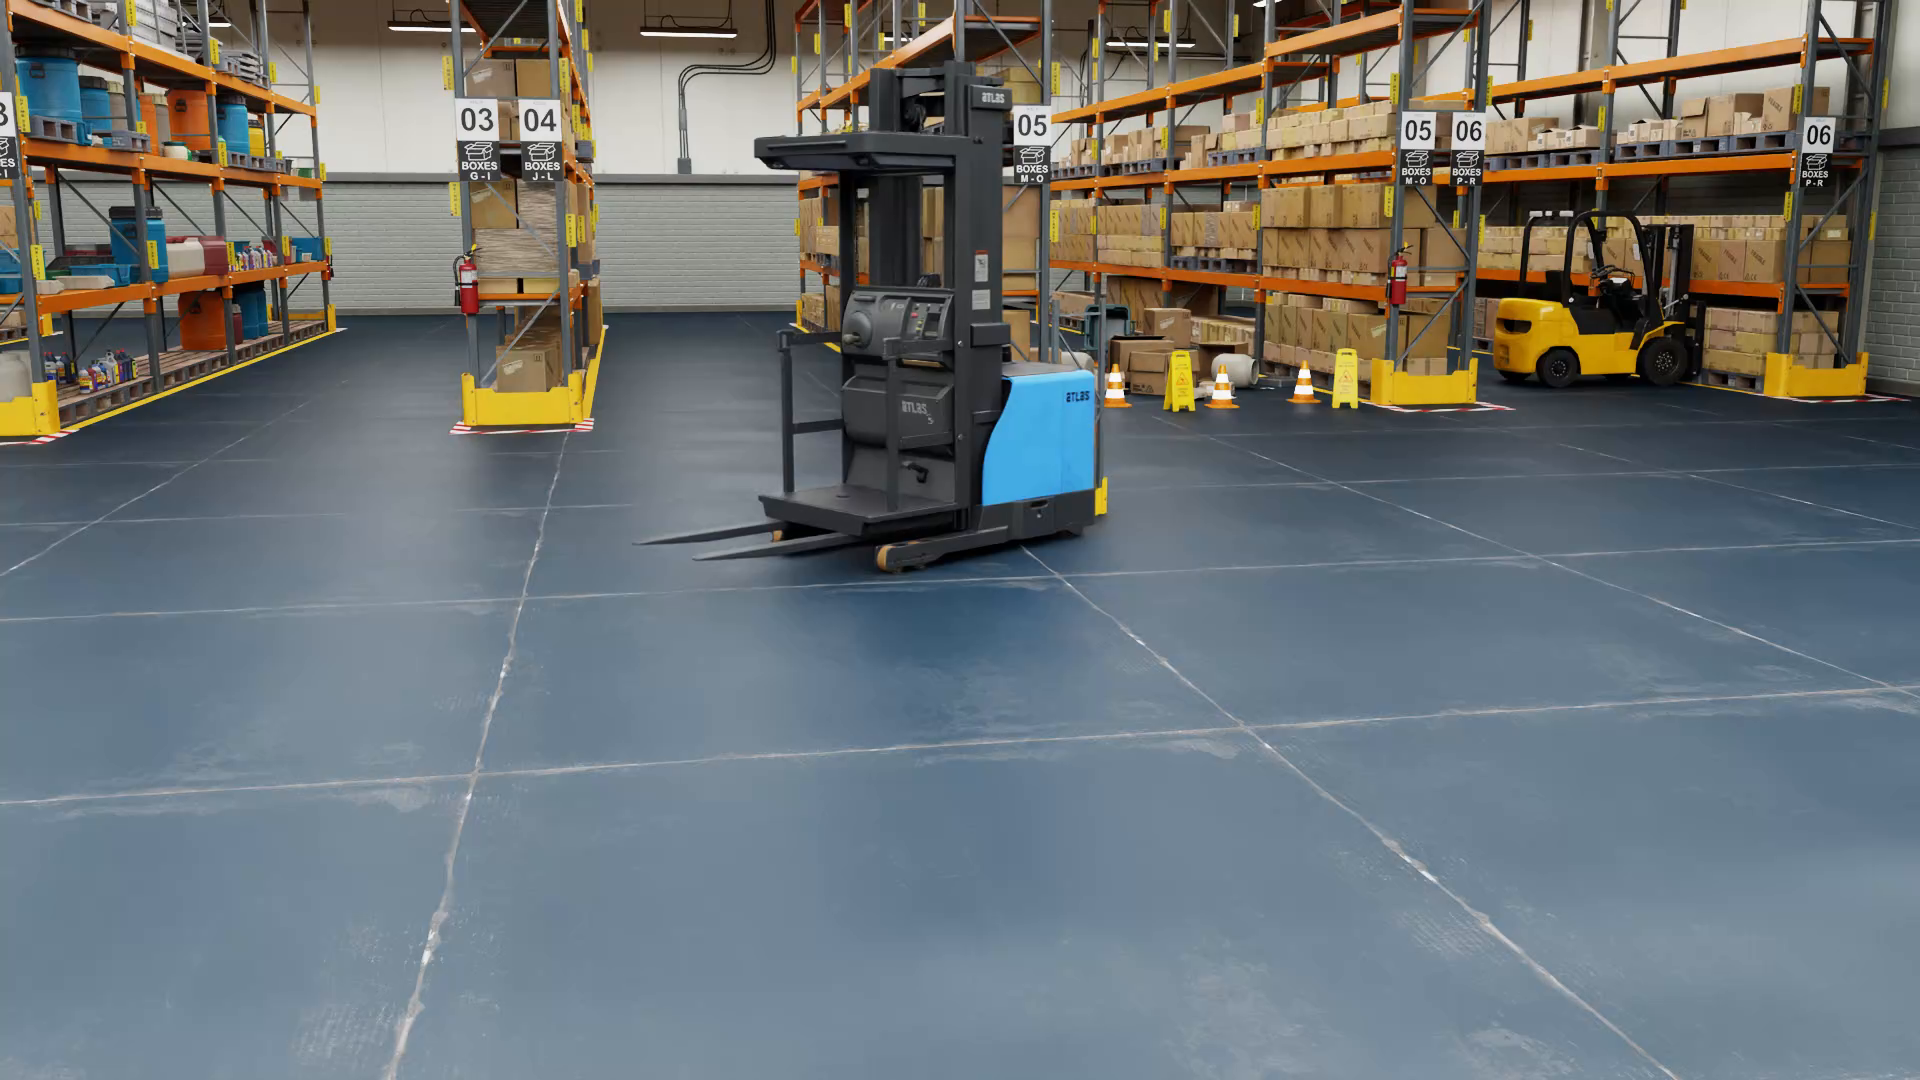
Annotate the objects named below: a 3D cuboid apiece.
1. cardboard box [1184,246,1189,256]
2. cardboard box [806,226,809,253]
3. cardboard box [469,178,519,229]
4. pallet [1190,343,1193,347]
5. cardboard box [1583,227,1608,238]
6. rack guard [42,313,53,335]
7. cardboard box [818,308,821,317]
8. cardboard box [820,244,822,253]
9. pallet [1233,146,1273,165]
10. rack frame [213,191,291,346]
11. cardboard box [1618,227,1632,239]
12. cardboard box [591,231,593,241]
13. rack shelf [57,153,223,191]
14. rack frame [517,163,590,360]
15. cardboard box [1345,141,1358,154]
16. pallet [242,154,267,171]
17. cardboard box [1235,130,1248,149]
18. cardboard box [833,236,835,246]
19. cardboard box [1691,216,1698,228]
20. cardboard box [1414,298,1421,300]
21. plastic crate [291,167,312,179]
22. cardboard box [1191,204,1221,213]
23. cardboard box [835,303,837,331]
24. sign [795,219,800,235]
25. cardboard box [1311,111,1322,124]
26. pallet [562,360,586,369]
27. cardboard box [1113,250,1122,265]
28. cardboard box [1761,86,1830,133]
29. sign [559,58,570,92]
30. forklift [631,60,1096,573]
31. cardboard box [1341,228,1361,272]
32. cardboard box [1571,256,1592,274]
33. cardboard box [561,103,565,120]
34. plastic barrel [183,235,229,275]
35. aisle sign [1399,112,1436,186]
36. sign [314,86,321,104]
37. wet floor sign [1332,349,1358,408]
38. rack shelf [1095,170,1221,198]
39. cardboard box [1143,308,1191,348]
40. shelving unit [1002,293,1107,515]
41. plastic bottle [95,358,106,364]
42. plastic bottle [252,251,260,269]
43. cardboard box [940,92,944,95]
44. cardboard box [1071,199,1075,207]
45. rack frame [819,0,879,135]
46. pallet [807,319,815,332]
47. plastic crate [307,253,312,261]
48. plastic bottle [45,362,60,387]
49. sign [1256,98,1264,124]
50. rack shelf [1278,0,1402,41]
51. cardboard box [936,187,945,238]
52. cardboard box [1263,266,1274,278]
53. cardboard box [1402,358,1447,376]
[{"bbox_3d":[3.634,-4.403,25.354,0.380,0.149,0.250,-3,11,-15],"label":"cardboard box"},{"bbox_3d":[-2.640,-5.675,31.427,0.500,0.500,0.500,-2,11,-10],"label":"cardboard box"},{"bbox_3d":[-4.791,-3.442,17.019,0.500,0.500,0.500,-2,11,-11],"label":"cardboard box"},{"bbox_3d":[3.874,-2.978,25.777,1.003,0.211,1.213,-2,11,-11],"label":"pallet"},{"bbox_3d":[9.085,-4.361,23.584,0.380,0.149,0.250,-2,11,-9],"label":"cardboard box"},{"bbox_3d":[-17.257,-3.996,30.356,1.175,0.500,0.348,-2,11,-11],"label":"rack guard"},{"bbox_3d":[-2.329,-4.073,29.781,0.380,0.149,0.250,-3,11,-14],"label":"cardboard box"},{"bbox_3d":[-2.161,-4.923,28.090,0.380,0.149,0.250,-2,11,-11],"label":"cardboard box"},{"bbox_3d":[4.485,-5.256,22.767,1.213,0.211,1.003,-2,11,-11],"label":"pallet"},{"bbox_3d":[-11.634,-4.684,27.284,1.000,3.000,0.127,-2,11,-11],"label":"rack frame"},{"bbox_3d":[9.225,-4.191,22.690,0.380,0.149,0.250,-2,11,-10],"label":"cardboard box"},{"bbox_3d":[-6.706,-5.493,29.133,0.500,0.500,0.500,-2,11,-11],"label":"cardboard box"},{"bbox_3d":[-10.467,-4.704,21.289,1.077,0.370,4.000,-2,11,-11],"label":"rack shelf"},{"bbox_3d":[-5.998,-4.131,24.376,1.000,3.000,0.127,-2,11,-11],"label":"rack frame"},{"bbox_3d":[4.757,-4.616,19.578,0.380,0.149,0.250,-2,11,-11],"label":"cardboard box"},{"bbox_3d":[-11.162,-5.717,25.192,1.003,0.211,1.213,-2,11,-11],"label":"pallet"},{"bbox_3d":[4.152,-5.558,23.133,0.500,0.250,0.500,-2,11,-10],"label":"cardboard box"},{"bbox_3d":[-1.811,-4.738,26.323,0.380,0.149,0.250,-2,11,-11],"label":"cardboard box"},{"bbox_3d":[9.567,-4.058,21.197,0.380,0.149,0.250,-2,11,-10],"label":"cardboard box"},{"bbox_3d":[8.099,-4.245,28.805,0.380,0.149,0.250,-2,11,-12],"label":"cardboard box"},{"bbox_3d":[-11.940,-6.617,29.982,0.450,0.188,0.336,-2,11,-11],"label":"plastic crate"},{"bbox_3d":[3.867,-5.131,26.689,0.500,0.500,0.500,-2,11,-13],"label":"cardboard box"},{"bbox_3d":[-1.788,-3.667,27.501,0.500,0.500,0.500,-2,11,-10],"label":"cardboard box"},{"bbox_3d":[-3.201,-6.165,32.750,0.100,0.325,0.005,-2,11,-11],"label":"sign"},{"bbox_3d":[4.549,-5.193,20.473,0.380,0.149,0.250,-2,11,-12],"label":"cardboard box"},{"bbox_3d":[-5.373,-2.170,21.532,1.003,0.211,1.213,-2,11,-11],"label":"pallet"},{"bbox_3d":[2.958,-4.871,28.668,0.500,0.250,0.500,-2,11,-11],"label":"cardboard box"},{"bbox_3d":[9.822,-5.055,19.554,0.500,0.500,0.500,-2,11,-9],"label":"cardboard box"},{"bbox_3d":[-3.910,-4.586,16.409,0.100,0.325,0.005,-2,11,-11],"label":"sign"},{"bbox_3d":[-0.535,-1.354,9.970,3.031,2.935,1.130,-10,15,-42],"label":"forklift"},{"bbox_3d":[4.810,-3.401,19.477,0.500,0.500,0.500,-2,11,-11],"label":"cardboard box"},{"bbox_3d":[9.015,-3.948,23.817,0.500,0.250,0.500,-2,11,-10],"label":"cardboard box"},{"bbox_3d":[-4.224,-4.369,16.941,0.380,0.149,0.250,-2,11,-10],"label":"cardboard box"},{"bbox_3d":[-10.469,-3.943,23.028,0.600,0.536,0.708,-2,11,-11],"label":"plastic barrel"},{"bbox_3d":[5.007,-4.279,18.202,0.394,0.787,0.004,-2,11,-11],"label":"aisle sign"},{"bbox_3d":[-11.876,-8.229,30.729,0.100,0.325,0.005,-2,11,-11],"label":"sign"},{"bbox_3d":[4.266,-1.793,18.393,0.267,0.644,0.232,2,11,9],"label":"wet floor sign"},{"bbox_3d":[3.334,-5.978,27.983,1.077,0.370,4.000,-2,11,-11],"label":"rack shelf"},{"bbox_3d":[2.761,-2.831,22.209,0.500,0.500,0.500,-2,11,-11],"label":"cardboard box"},{"bbox_3d":[0.460,-0.965,11.757,0.587,1.500,1.083,-10,14,-41],"label":"shelving unit"},{"bbox_3d":[-9.773,-1.942,18.986,0.152,0.276,0.135,-2,11,-11],"label":"plastic bottle"},{"bbox_3d":[-11.045,-4.378,26.010,0.152,0.276,0.135,-2,11,-11],"label":"plastic bottle"},{"bbox_3d":[0.074,-4.706,17.593,0.500,0.250,0.500,-2,11,-10],"label":"cardboard box"},{"bbox_3d":[2.324,-6.410,31.674,0.380,0.149,0.250,-2,11,-11],"label":"cardboard box"},{"bbox_3d":[-1.891,-7.973,28.520,1.000,3.000,0.127,-2,11,-11],"label":"rack frame"},{"bbox_3d":[-2.297,-4.002,31.160,1.003,0.211,1.213,-2,11,-11],"label":"pallet"},{"bbox_3d":[-12.076,-5.175,30.406,0.396,0.136,0.243,-2,11,-11],"label":"plastic crate"},{"bbox_3d":[-10.068,-1.829,18.393,0.152,0.276,0.135,-2,11,-11],"label":"plastic bottle"},{"bbox_3d":[3.957,-5.658,21.940,0.100,0.325,0.005,-2,11,-11],"label":"sign"},{"bbox_3d":[7.424,-9.999,32.199,1.077,0.370,4.000,-2,11,-11],"label":"rack shelf"},{"bbox_3d":[0.211,-3.596,18.280,0.875,0.550,0.550,-2,11,-11],"label":"cardboard box"},{"bbox_3d":[4.248,-3.565,22.074,0.380,0.149,0.250,-2,11,-11],"label":"cardboard box"},{"bbox_3d":[5.393,-2.037,19.609,0.500,0.250,0.500,-2,11,-11],"label":"cardboard box"}]
